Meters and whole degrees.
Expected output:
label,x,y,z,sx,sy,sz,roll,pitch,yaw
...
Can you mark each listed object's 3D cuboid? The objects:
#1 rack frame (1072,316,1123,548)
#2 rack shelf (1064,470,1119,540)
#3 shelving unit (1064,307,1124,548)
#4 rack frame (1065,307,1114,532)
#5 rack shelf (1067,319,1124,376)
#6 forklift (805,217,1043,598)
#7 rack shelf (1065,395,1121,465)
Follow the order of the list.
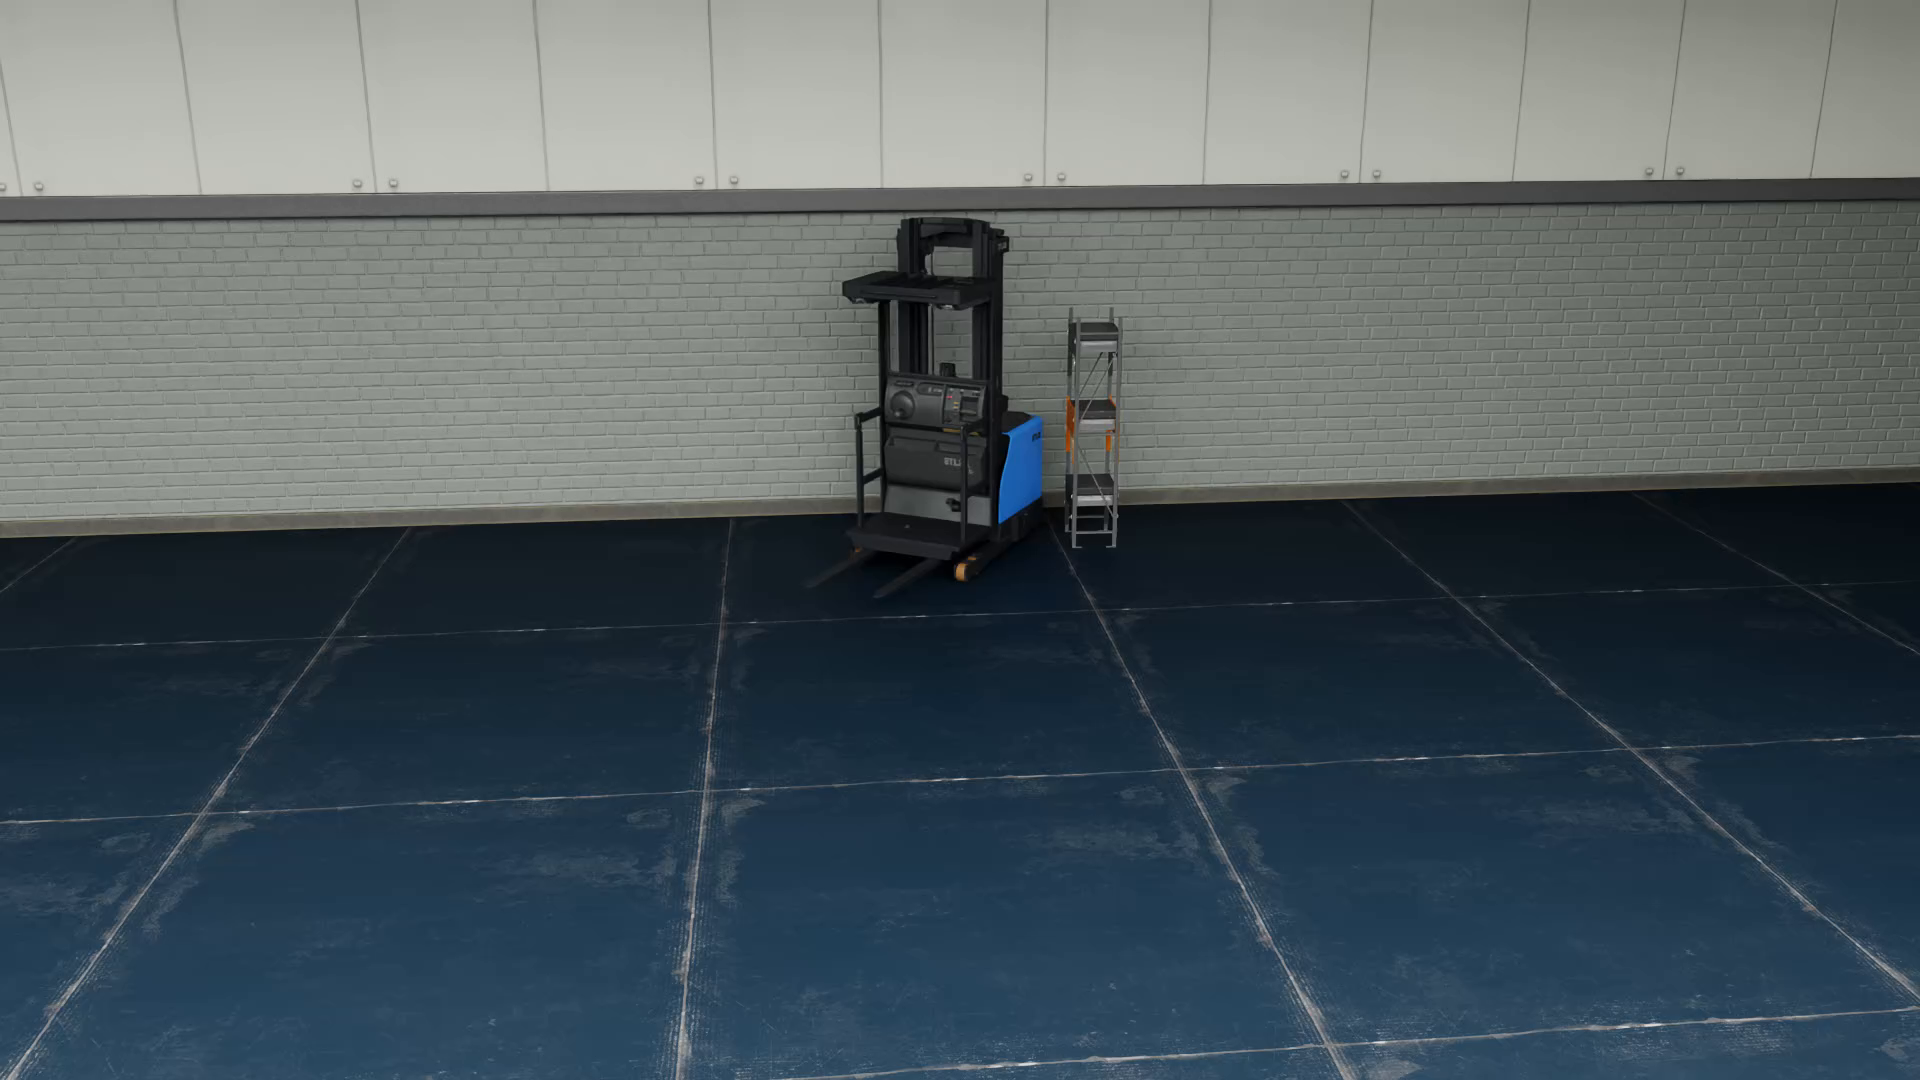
label,x,y,z,sx,sy,sz,roll,pitch,yaw
rack frame,1.210,-0.934,14.718,0.400,2.100,0.015,-1,17,-4
rack shelf,1.193,-0.326,15.164,0.431,0.518,0.480,-1,17,-4
shelving unit,1.193,-1.006,14.950,0.431,2.100,0.503,-1,17,-4
rack frame,1.175,-1.079,15.183,0.400,2.100,0.015,-1,17,-4
rack shelf,1.193,-1.661,14.745,0.431,0.518,0.480,-1,17,-4
forklift,-0.302,-1.187,14.139,1.130,2.935,3.031,8,19,24
rack shelf,1.193,-0.993,14.955,0.431,0.518,0.480,-1,17,-4
